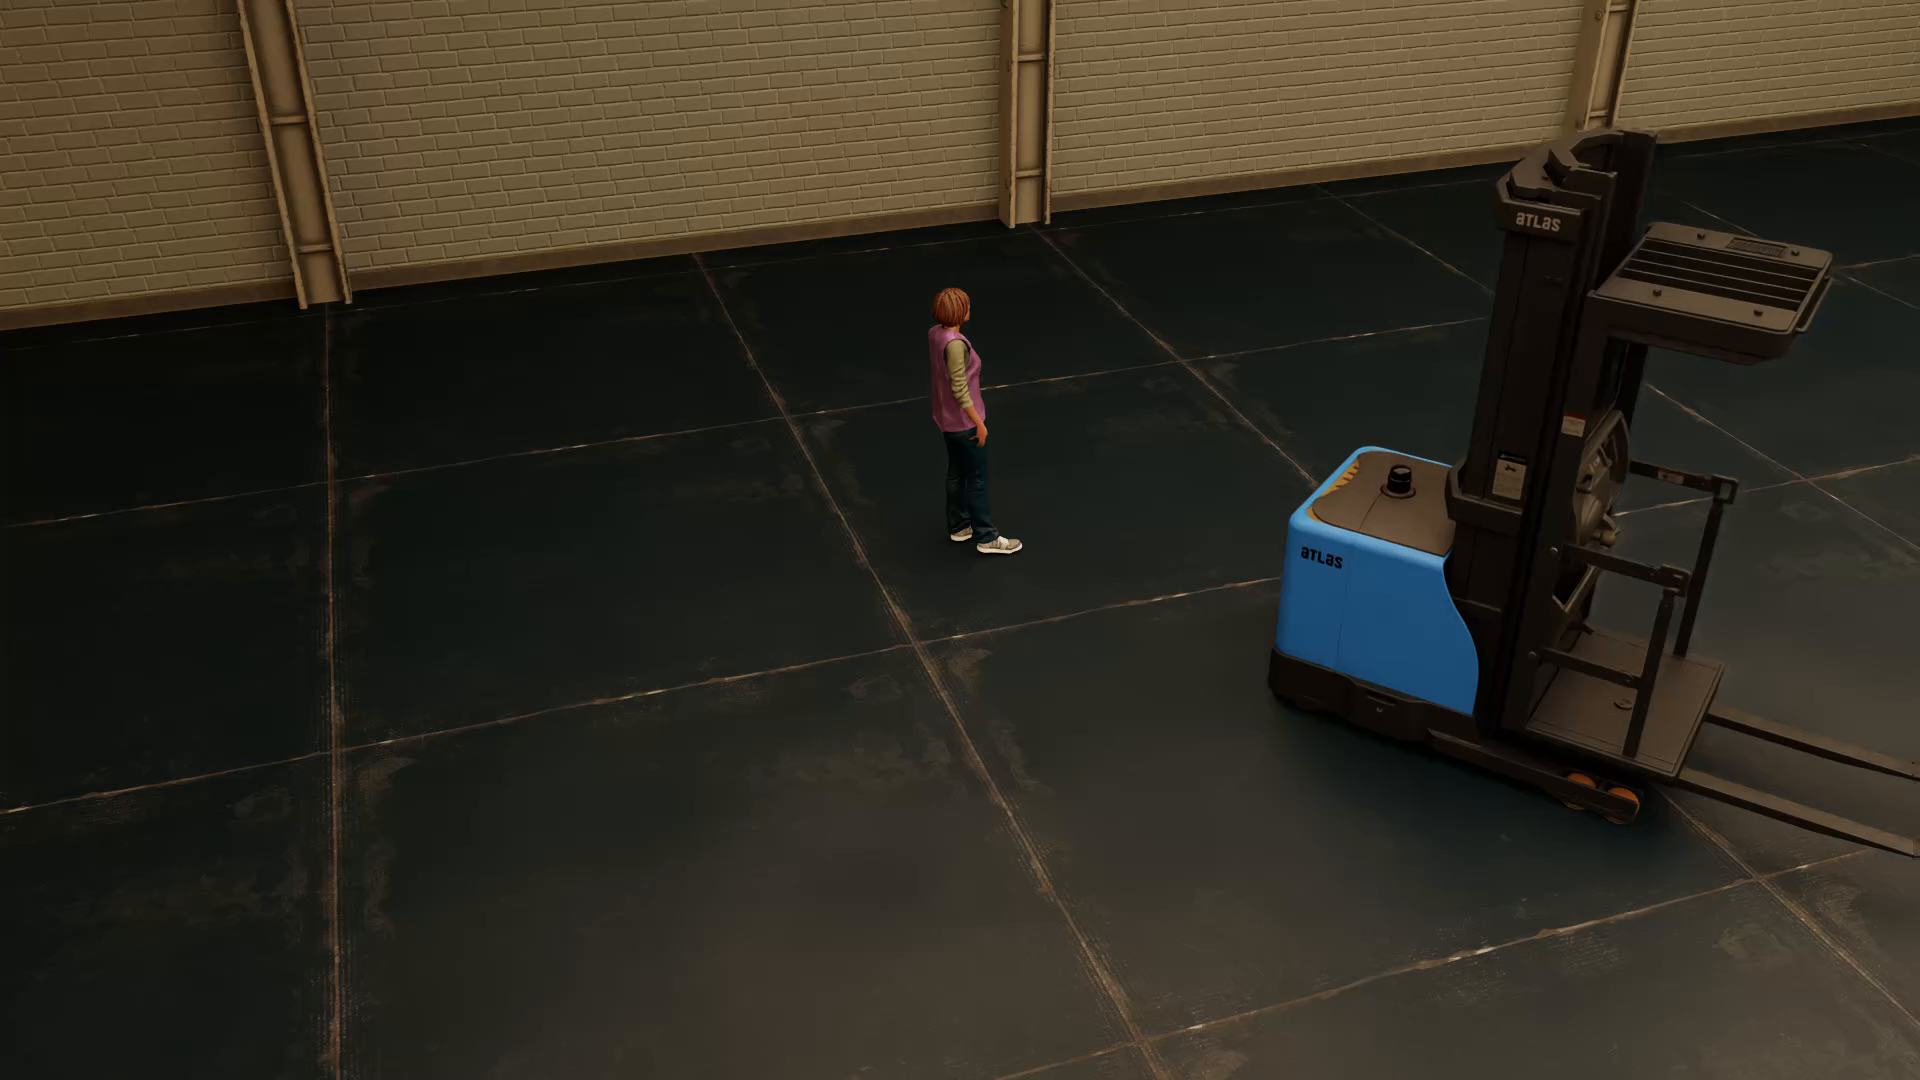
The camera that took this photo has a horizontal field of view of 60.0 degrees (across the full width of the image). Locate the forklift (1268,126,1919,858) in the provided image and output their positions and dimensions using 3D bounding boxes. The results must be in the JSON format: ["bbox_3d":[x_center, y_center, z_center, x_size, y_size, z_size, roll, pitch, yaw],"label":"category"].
[{"bbox_3d":[3.104,-0.252,7.525,3.031,2.935,1.130,18,34,28],"label":"forklift"}]

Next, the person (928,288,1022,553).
[{"bbox_3d":[0.075,-0.704,9.634,0.473,1.599,0.521,-10,31,-16],"label":"person"}]
